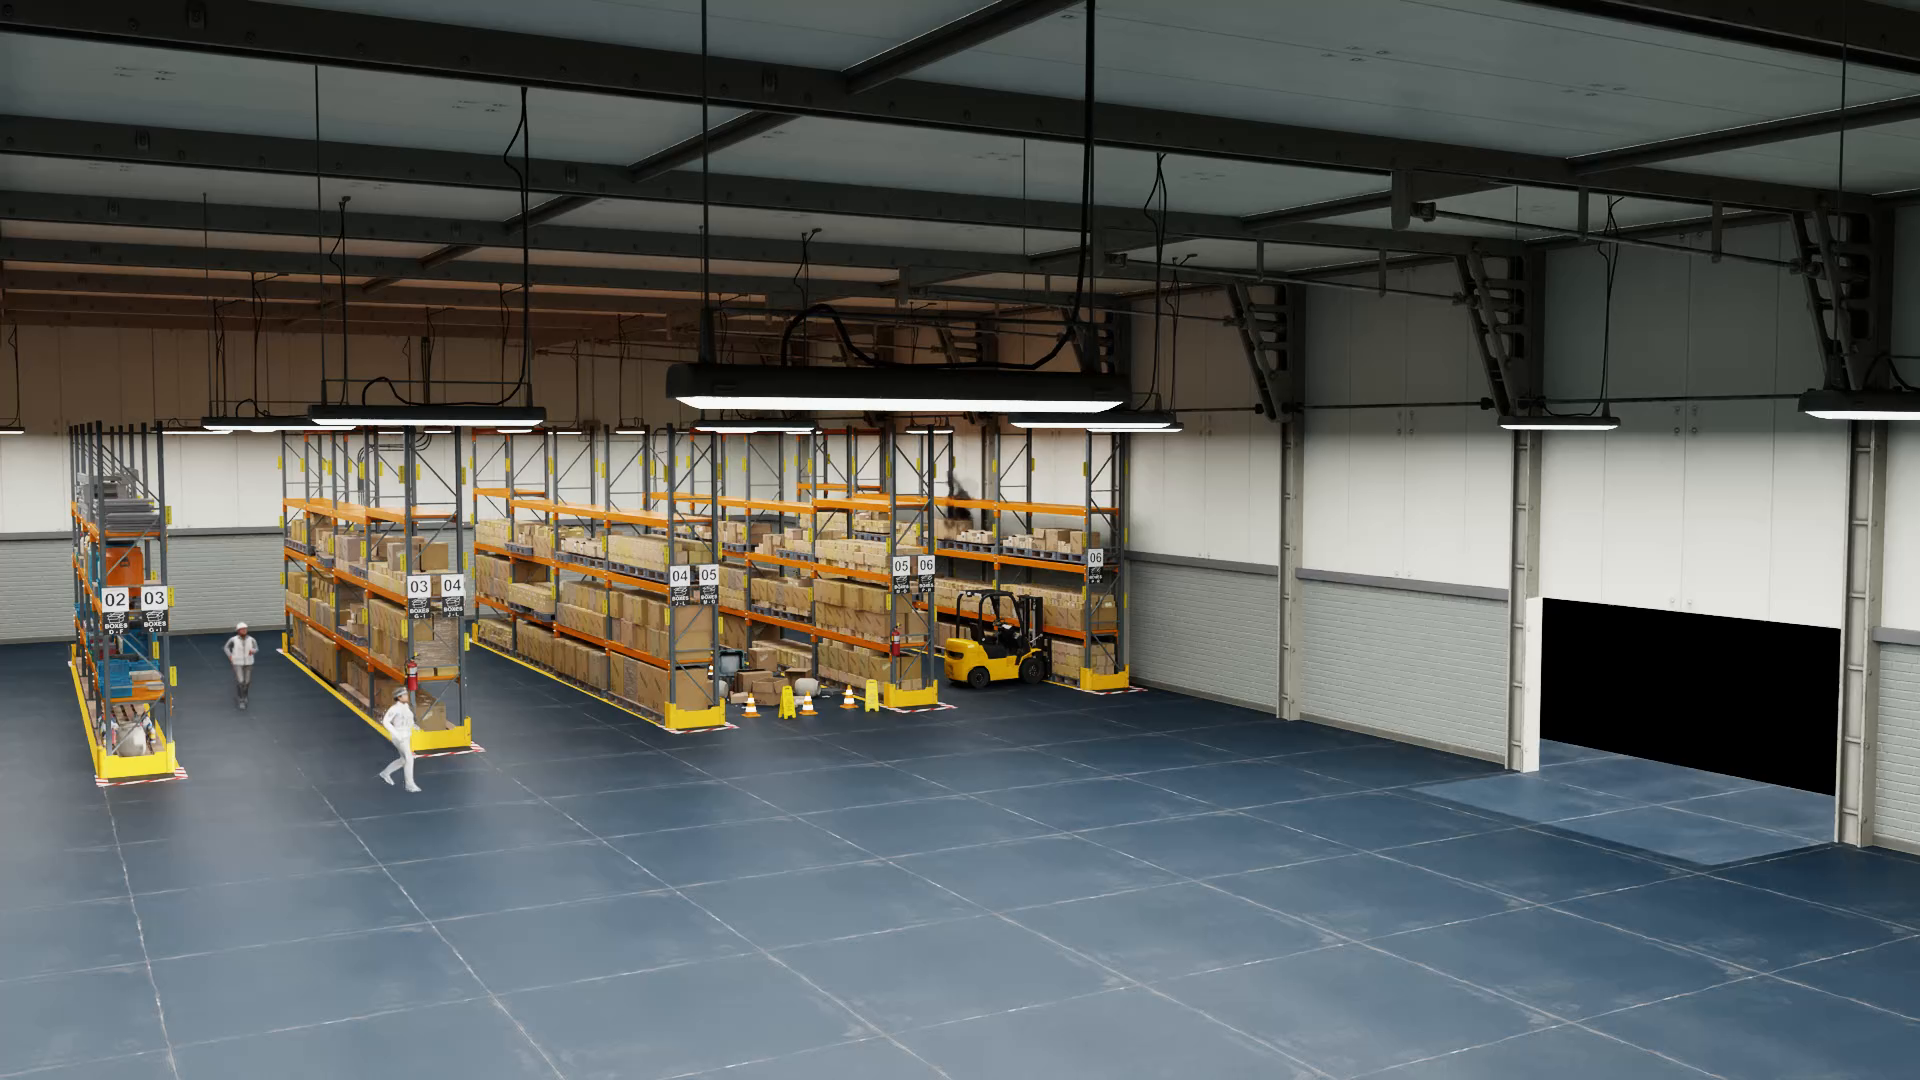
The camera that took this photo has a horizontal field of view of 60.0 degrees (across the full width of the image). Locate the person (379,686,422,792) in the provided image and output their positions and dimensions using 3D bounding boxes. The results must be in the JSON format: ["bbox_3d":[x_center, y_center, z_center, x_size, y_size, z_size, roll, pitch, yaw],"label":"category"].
[{"bbox_3d":[-9.092,3.228,26.953,0.755,1.728,0.650,0,4,7],"label":"person"}]

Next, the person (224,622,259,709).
[{"bbox_3d":[-15.241,2.667,35.342,0.648,1.835,0.700,-3,4,-37],"label":"person"}]

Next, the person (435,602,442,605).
[{"bbox_3d":[-14.543,2.002,45.901,0.759,1.748,0.960,0,4,1],"label":"person"}]
